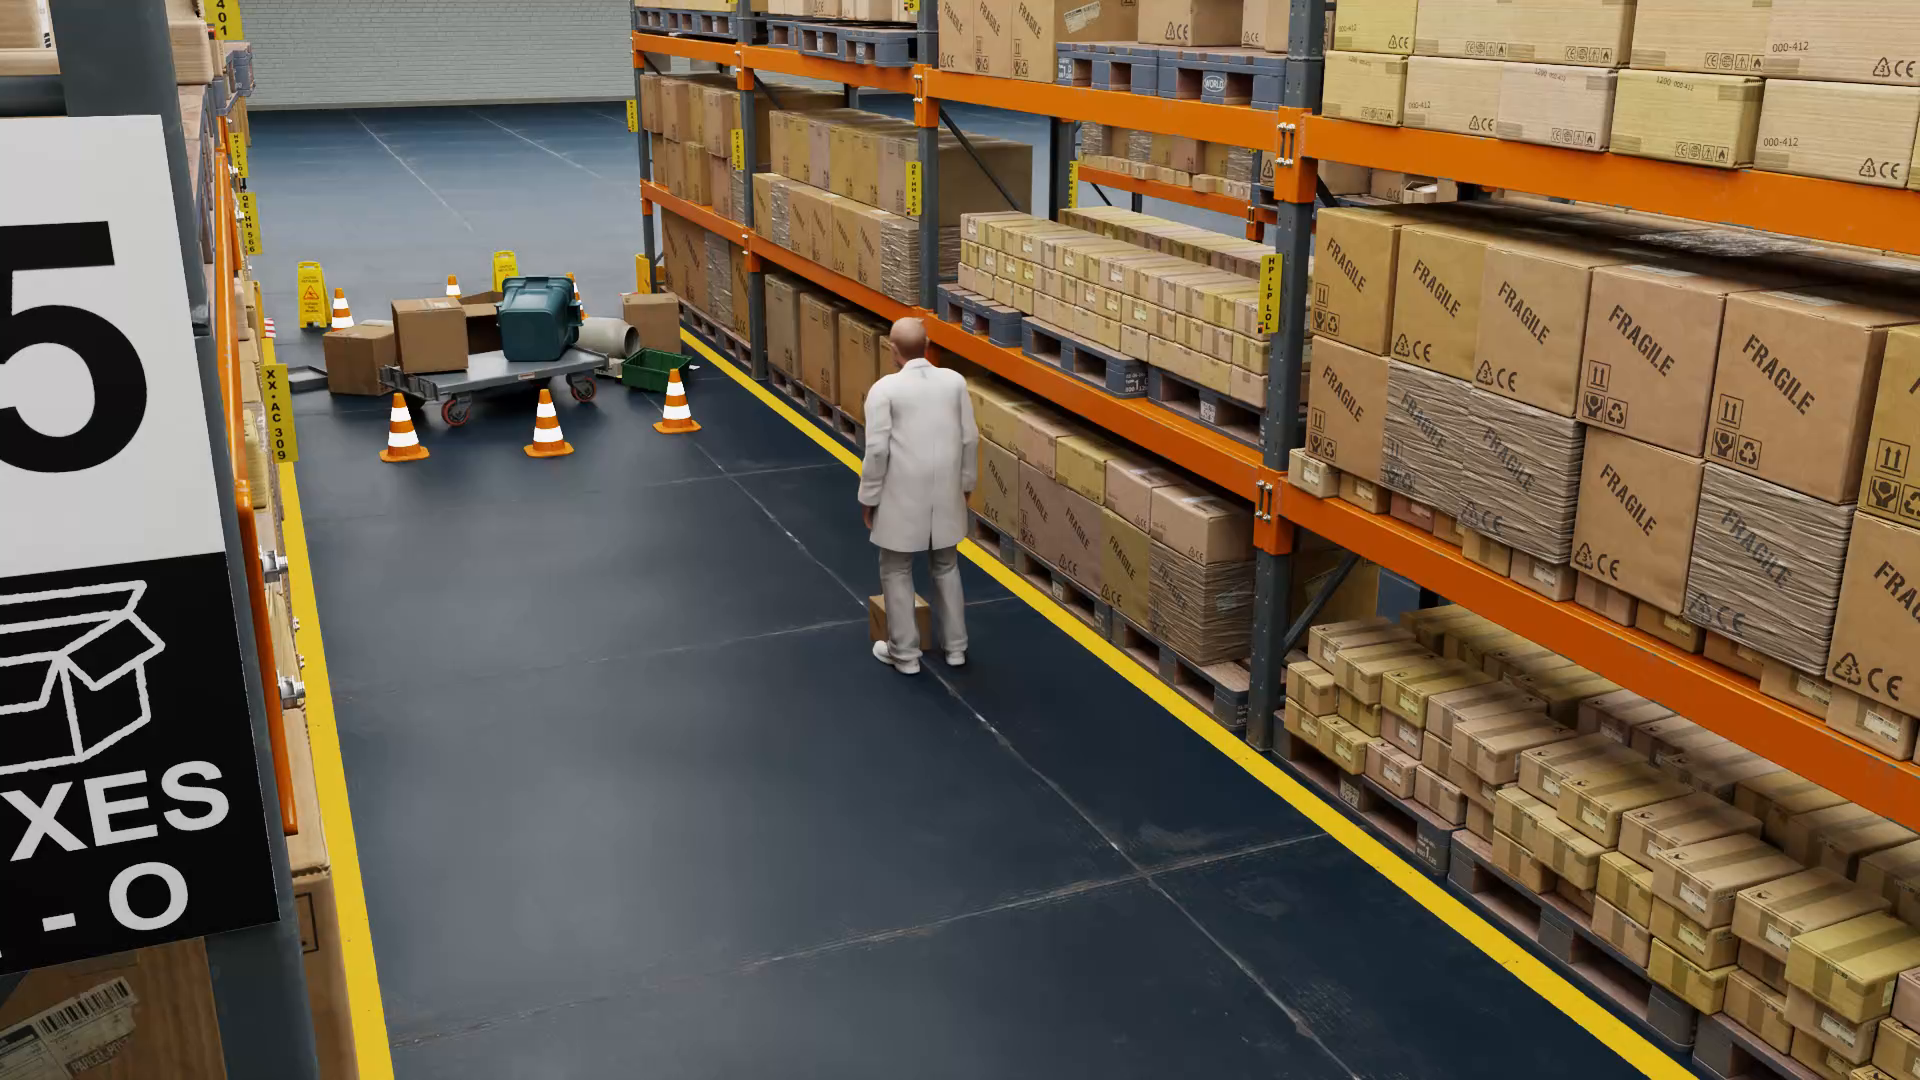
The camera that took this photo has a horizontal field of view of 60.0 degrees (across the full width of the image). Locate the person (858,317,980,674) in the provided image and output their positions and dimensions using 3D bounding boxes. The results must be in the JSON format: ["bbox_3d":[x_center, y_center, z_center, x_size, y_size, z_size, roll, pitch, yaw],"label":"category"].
[{"bbox_3d":[-0.209,-0.217,8.234,0.640,1.772,0.428,-8,20,-24],"label":"person"}]
